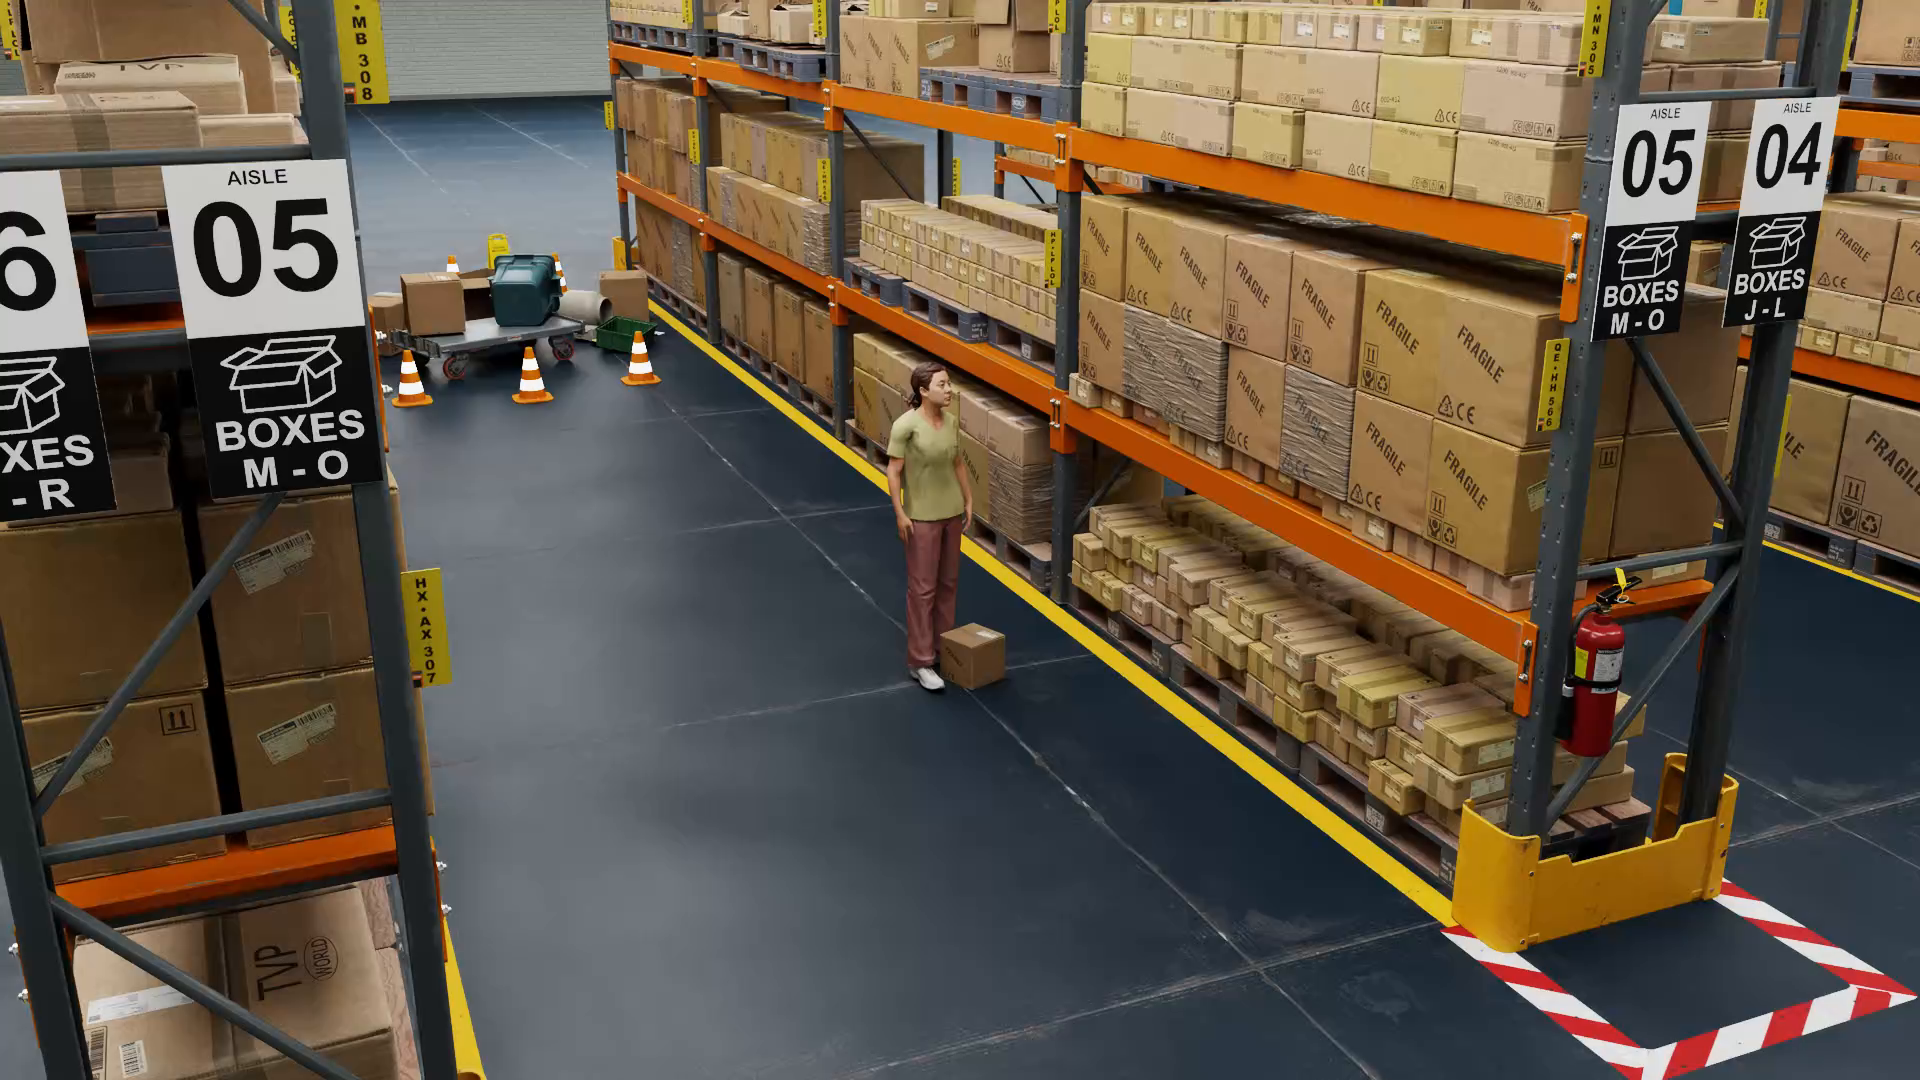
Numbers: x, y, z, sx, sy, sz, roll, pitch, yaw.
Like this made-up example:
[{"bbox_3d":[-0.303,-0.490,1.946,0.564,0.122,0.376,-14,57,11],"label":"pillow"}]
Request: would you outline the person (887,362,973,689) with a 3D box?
[{"bbox_3d":[-0.101,-0.102,8.837,0.554,1.676,0.549,-16,25,-39],"label":"person"}]
